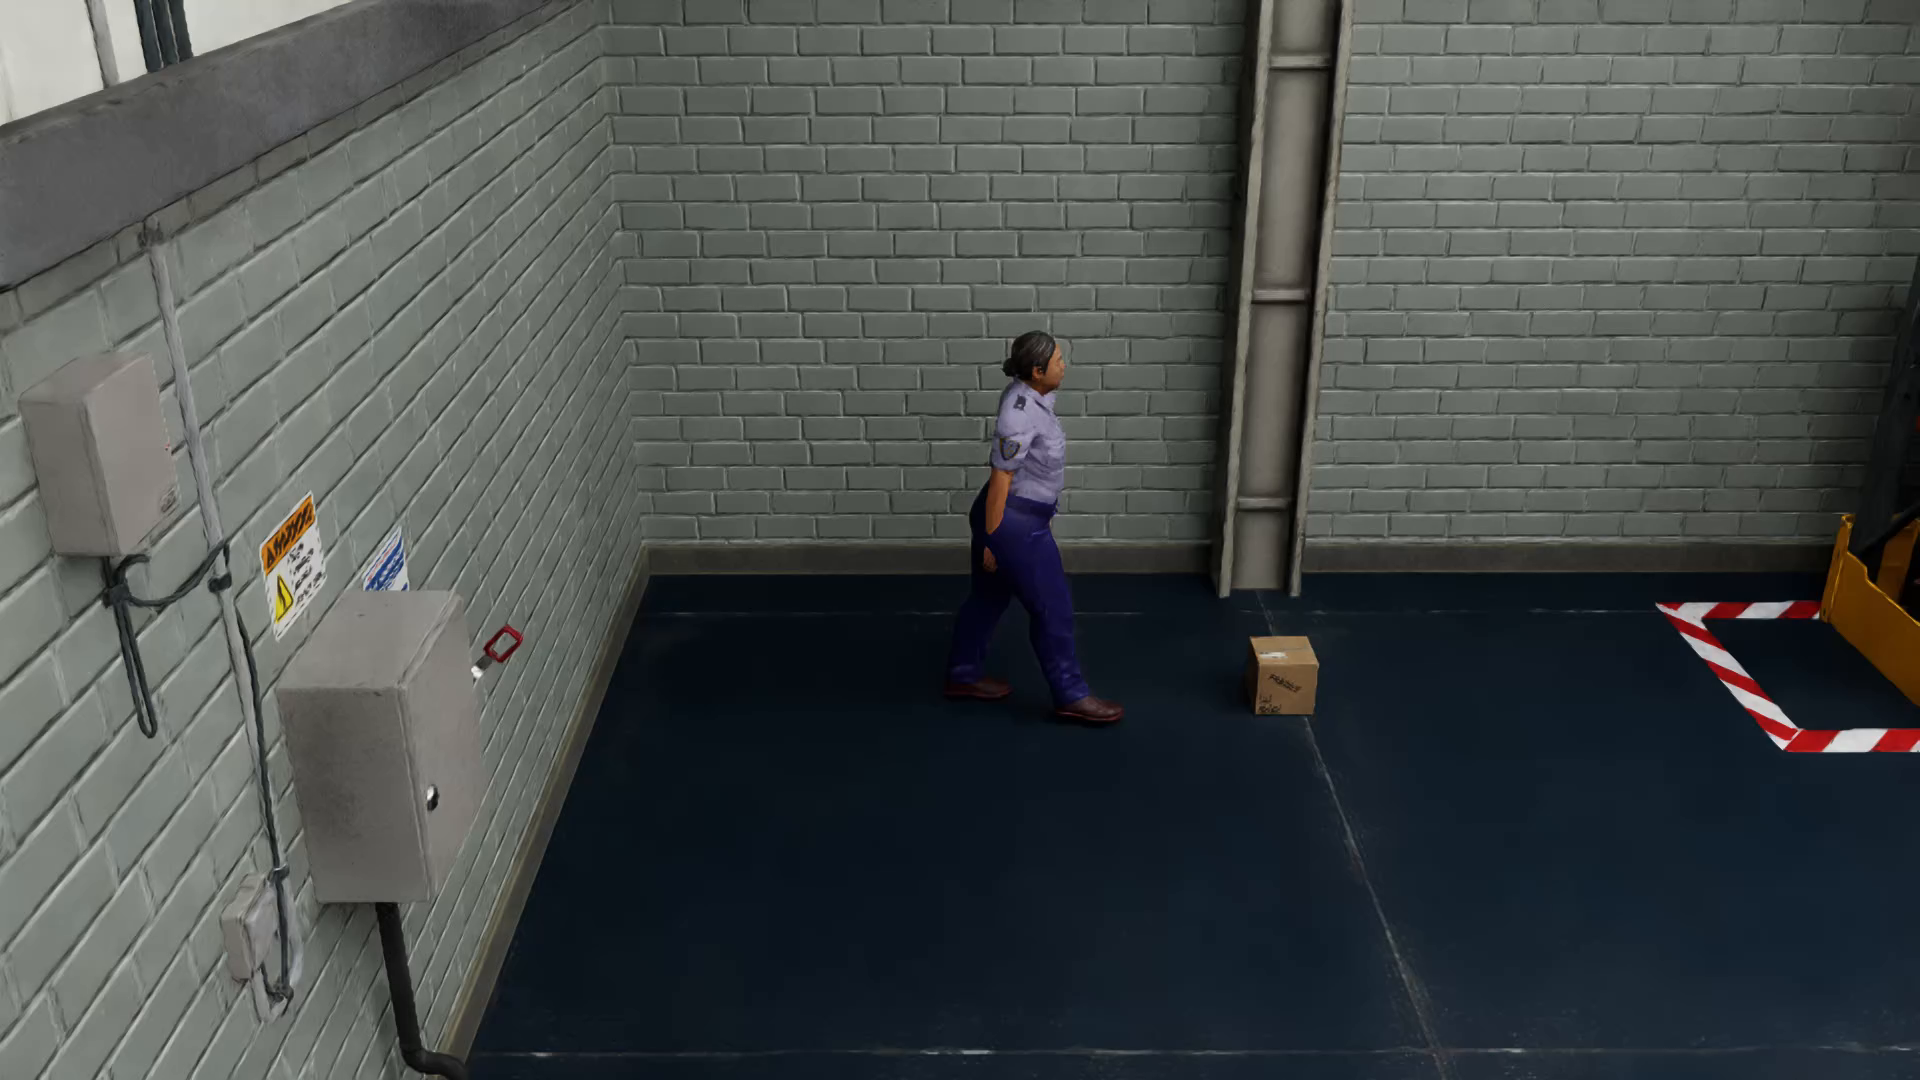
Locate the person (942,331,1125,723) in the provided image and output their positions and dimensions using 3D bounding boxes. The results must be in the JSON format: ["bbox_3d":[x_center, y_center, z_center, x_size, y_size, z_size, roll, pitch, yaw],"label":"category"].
[{"bbox_3d":[0.304,-0.063,6.760,0.744,1.613,0.506,-1,24,-2],"label":"person"}]
